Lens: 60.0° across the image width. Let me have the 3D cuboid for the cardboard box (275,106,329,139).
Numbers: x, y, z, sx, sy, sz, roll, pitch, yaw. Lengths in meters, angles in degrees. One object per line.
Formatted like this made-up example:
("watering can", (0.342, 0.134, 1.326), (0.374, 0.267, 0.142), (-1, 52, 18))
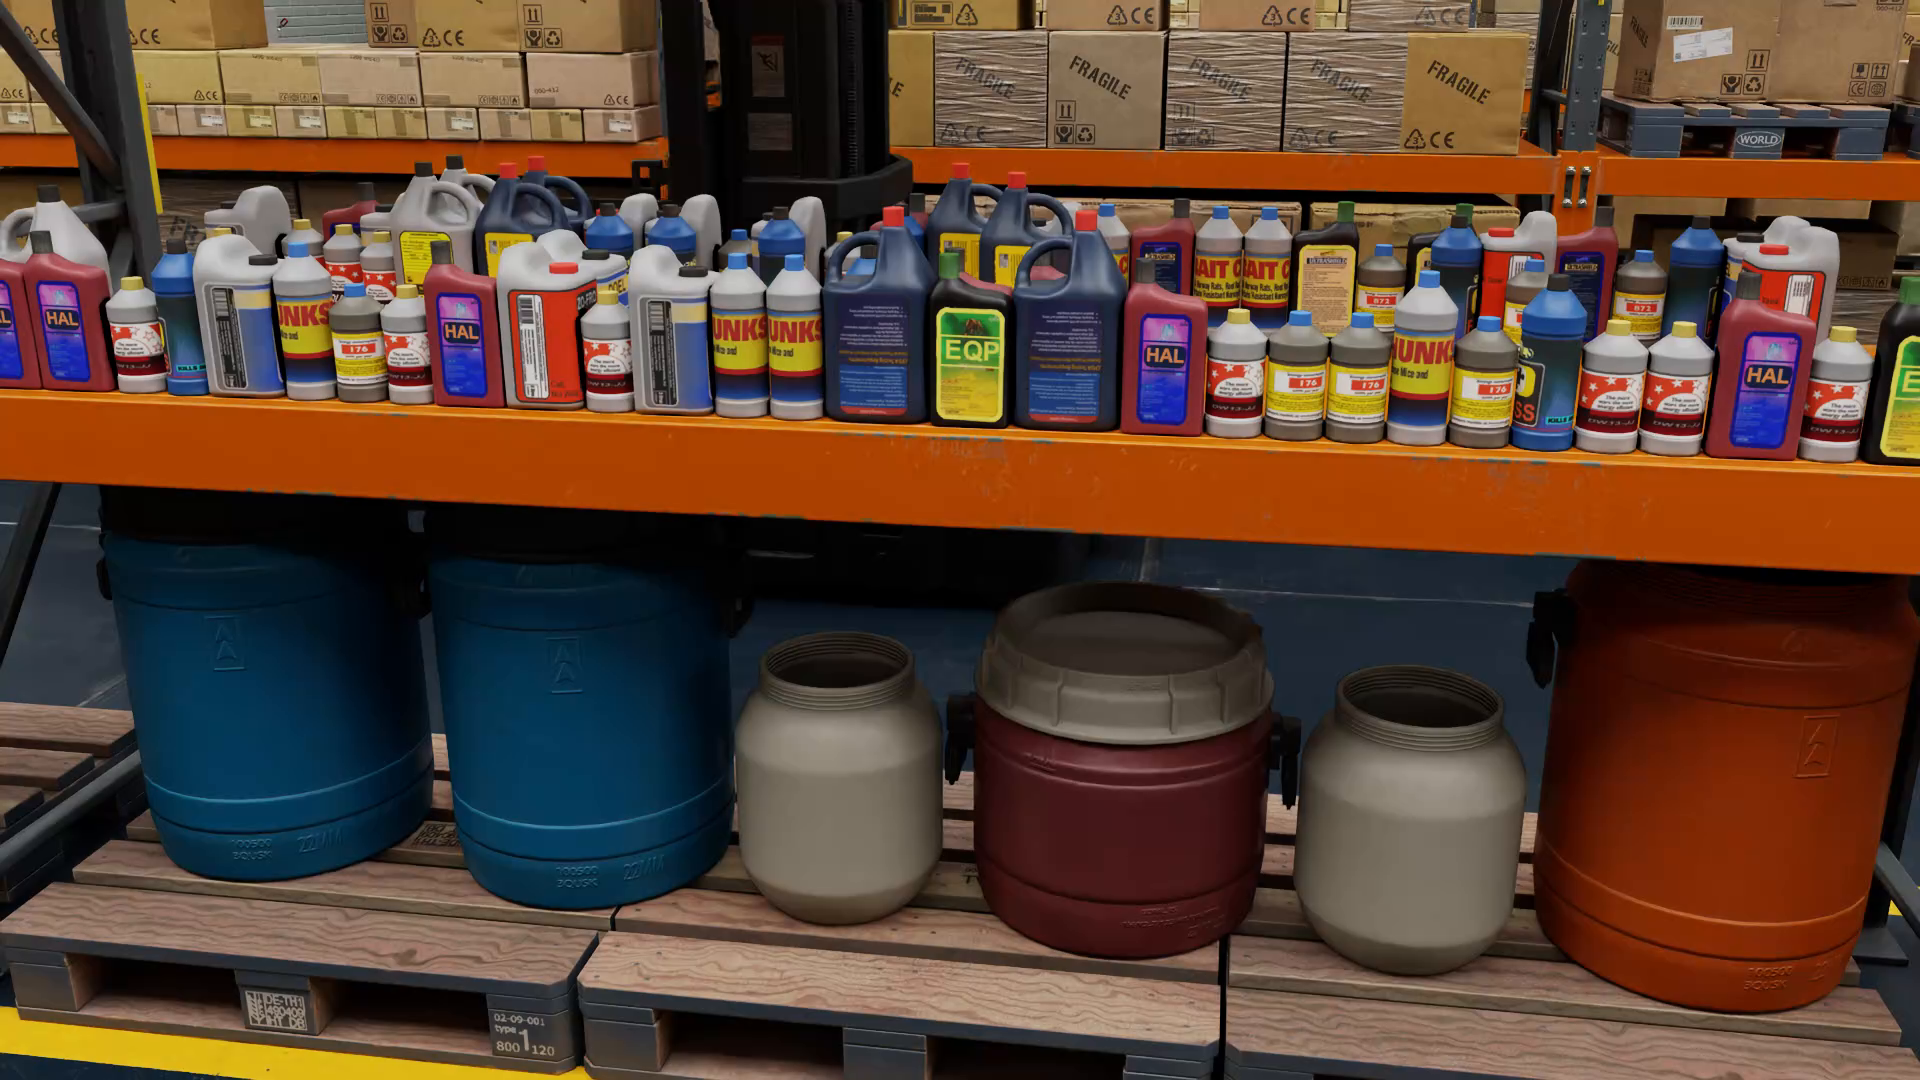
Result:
("cardboard box", (-3.109, -2.048, 8.092), (0.250, 0.149, 0.380), (3, 19, 10))

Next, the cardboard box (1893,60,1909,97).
("cardboard box", (4.402, -2.111, 7.436), (0.258, 0.266, 0.396), (2, 19, 7))

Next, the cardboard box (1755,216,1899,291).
("cardboard box", (3.905, -1.306, 7.544), (0.500, 0.250, 0.500), (5, 19, 15))

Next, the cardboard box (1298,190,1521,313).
("cardboard box", (2.035, -1.208, 7.873), (0.875, 0.875, 1.225), (2, 19, 6))

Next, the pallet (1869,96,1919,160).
("pallet", (4.674, -1.797, 7.250), (1.213, 0.211, 1.003), (3, 19, 9))

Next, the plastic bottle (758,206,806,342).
("plastic bottle", (-0.362, -0.543, 3.402), (0.097, 0.271, 0.097), (0, 18, 0))

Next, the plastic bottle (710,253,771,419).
("plastic bottle", (-0.372, -0.348, 2.820), (0.097, 0.271, 0.097), (0, 18, 0))

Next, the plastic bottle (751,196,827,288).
("plastic bottle", (-0.361, -0.585, 3.520), (0.135, 0.276, 0.152), (3, 19, 9))

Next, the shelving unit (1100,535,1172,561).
("shelving unit", (0.656, -0.459, 6.021), (0.252, 1.050, 0.215), (3, 19, 10))

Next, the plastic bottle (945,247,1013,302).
("plastic bottle", (0.027, -0.348, 2.798), (0.133, 0.283, 0.061), (3, 19, 9))

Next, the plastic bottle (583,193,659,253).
("plastic bottle", (-0.723, -0.604, 3.575), (0.135, 0.276, 0.152), (3, 19, 9))

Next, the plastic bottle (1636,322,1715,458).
("plastic bottle", (1.121, -0.239, 2.604), (0.097, 0.201, 0.097), (0, 18, 0))

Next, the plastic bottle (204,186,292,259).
("plastic bottle", (-1.582, -0.647, 3.706), (0.135, 0.276, 0.152), (3, 19, 9))

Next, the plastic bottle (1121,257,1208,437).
("plastic bottle", (0.332, -0.312, 2.693), (0.133, 0.283, 0.061), (3, 19, 9))

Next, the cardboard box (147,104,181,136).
("cardboard box", (-3.873, -2.086, 8.207), (0.250, 0.149, 0.380), (3, 19, 8))

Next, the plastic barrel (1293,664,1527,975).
("plastic barrel", (0.870, 0.537, 3.229), (0.421, 0.512, 0.421), (0, 18, 0))

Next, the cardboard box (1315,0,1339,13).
("cardboard box", (2.537, -3.794, 11.711), (0.250, 0.149, 0.380), (4, 19, 10))

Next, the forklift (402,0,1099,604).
("forklift", (-1.000, -1.384, 5.820), (3.031, 2.935, 1.130), (3, 19, 10))

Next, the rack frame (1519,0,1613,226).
("rack frame", (2.713, -1.975, 7.479), (0.127, 3.000, 1.000), (3, 19, 9))

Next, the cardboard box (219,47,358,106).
("cardboard box", (-3.229, -2.264, 8.110), (0.500, 0.250, 0.500), (3, 19, 8))

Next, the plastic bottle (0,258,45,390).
("plastic bottle", (-1.728, -0.417, 3.007), (0.133, 0.283, 0.061), (3, 19, 9))

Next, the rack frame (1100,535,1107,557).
("rack frame", (0.536, -0.466, 6.042), (0.008, 1.050, 0.200), (3, 19, 10))

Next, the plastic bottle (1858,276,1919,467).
("plastic bottle", (1.460, -0.255, 2.521), (0.133, 0.283, 0.061), (3, 19, 9))

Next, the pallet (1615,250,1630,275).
("pallet", (4.366, -2.138, 12.361), (1.213, 0.211, 1.003), (3, 19, 9))

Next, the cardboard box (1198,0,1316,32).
("cardboard box", (1.351, -2.574, 7.530), (0.637, 0.503, 0.797), (3, 19, 10))

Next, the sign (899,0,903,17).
("sign", (-0.428, -3.966, 12.063), (0.005, 0.325, 0.100), (3, 19, 9))

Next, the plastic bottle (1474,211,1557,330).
("plastic bottle", (1.095, -0.511, 3.299), (0.135, 0.276, 0.152), (3, 19, 9))

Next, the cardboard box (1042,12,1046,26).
("cardboard box", (0.734, -3.744, 12.032), (0.250, 0.149, 0.380), (2, 19, 6))

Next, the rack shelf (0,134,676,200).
("rack shelf", (-3.211, -1.936, 8.496), (4.000, 0.370, 1.077), (3, 19, 9))

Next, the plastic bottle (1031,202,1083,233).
("plastic bottle", (0.182, -0.558, 3.438), (0.135, 0.276, 0.152), (3, 19, 9))

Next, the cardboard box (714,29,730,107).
("cardboard box", (-0.822, -2.122, 7.762), (0.500, 0.500, 0.500), (3, 19, 9))

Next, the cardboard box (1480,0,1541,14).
("cardboard box", (4.041, -4.020, 11.857), (0.500, 0.500, 0.700), (3, 19, 8))

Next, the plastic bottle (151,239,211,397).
("plastic bottle", (-1.383, -0.400, 2.974), (0.097, 0.271, 0.097), (0, 18, 0))

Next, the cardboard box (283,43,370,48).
("cardboard box", (-3.147, -2.430, 8.607), (0.500, 0.250, 0.500), (3, 19, 9))

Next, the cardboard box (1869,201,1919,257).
("cardboard box", (6.922, -2.458, 11.806), (0.750, 0.750, 1.050), (3, 19, 8))

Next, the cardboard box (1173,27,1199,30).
("cardboard box", (1.260, -2.182, 7.940), (0.500, 0.500, 0.500), (3, 19, 8))

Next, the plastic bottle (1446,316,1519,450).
("plastic bottle", (0.833, -0.254, 2.648), (0.097, 0.201, 0.097), (0, 18, 0))

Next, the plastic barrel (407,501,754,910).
("plastic barrel", (-0.788, 0.239, 3.505), (0.708, 0.901, 0.600), (3, 19, 9))

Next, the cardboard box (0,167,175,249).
("cardboard box", (-4.541, -1.562, 8.932), (0.875, 0.875, 0.875), (3, 19, 9))

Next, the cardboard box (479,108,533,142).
("cardboard box", (-2.097, -1.996, 7.937), (0.250, 0.149, 0.380), (3, 19, 8))

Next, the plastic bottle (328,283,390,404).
("plastic bottle", (-1.058, -0.350, 2.936), (0.097, 0.201, 0.097), (0, 18, 0))
